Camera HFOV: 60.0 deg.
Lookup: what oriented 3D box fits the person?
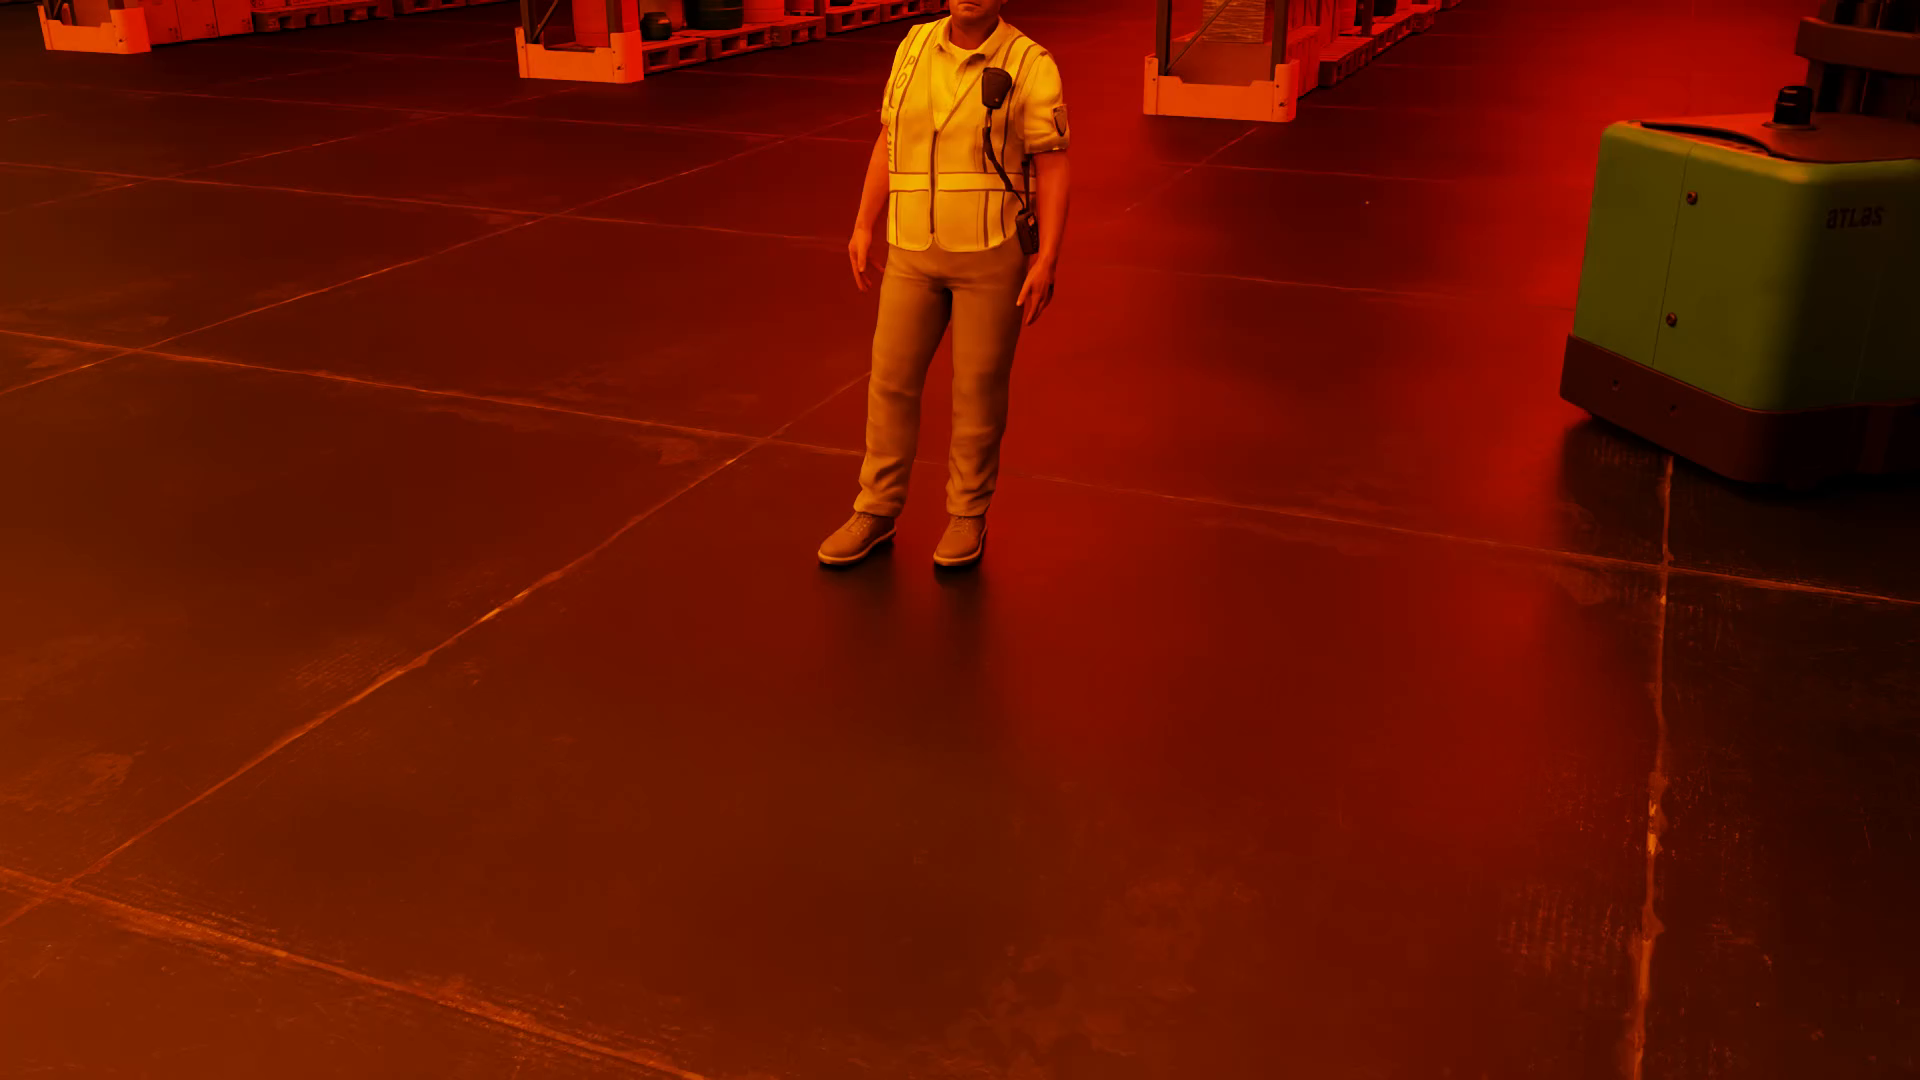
[{"bbox_3d":[-0.041,-0.803,4.685,0.639,1.781,0.575,9,24,21],"label":"person"}]

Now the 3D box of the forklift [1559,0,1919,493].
[{"bbox_3d":[3.804,-1.818,5.642,3.031,2.935,1.130,-7,24,-16],"label":"forklift"}]
